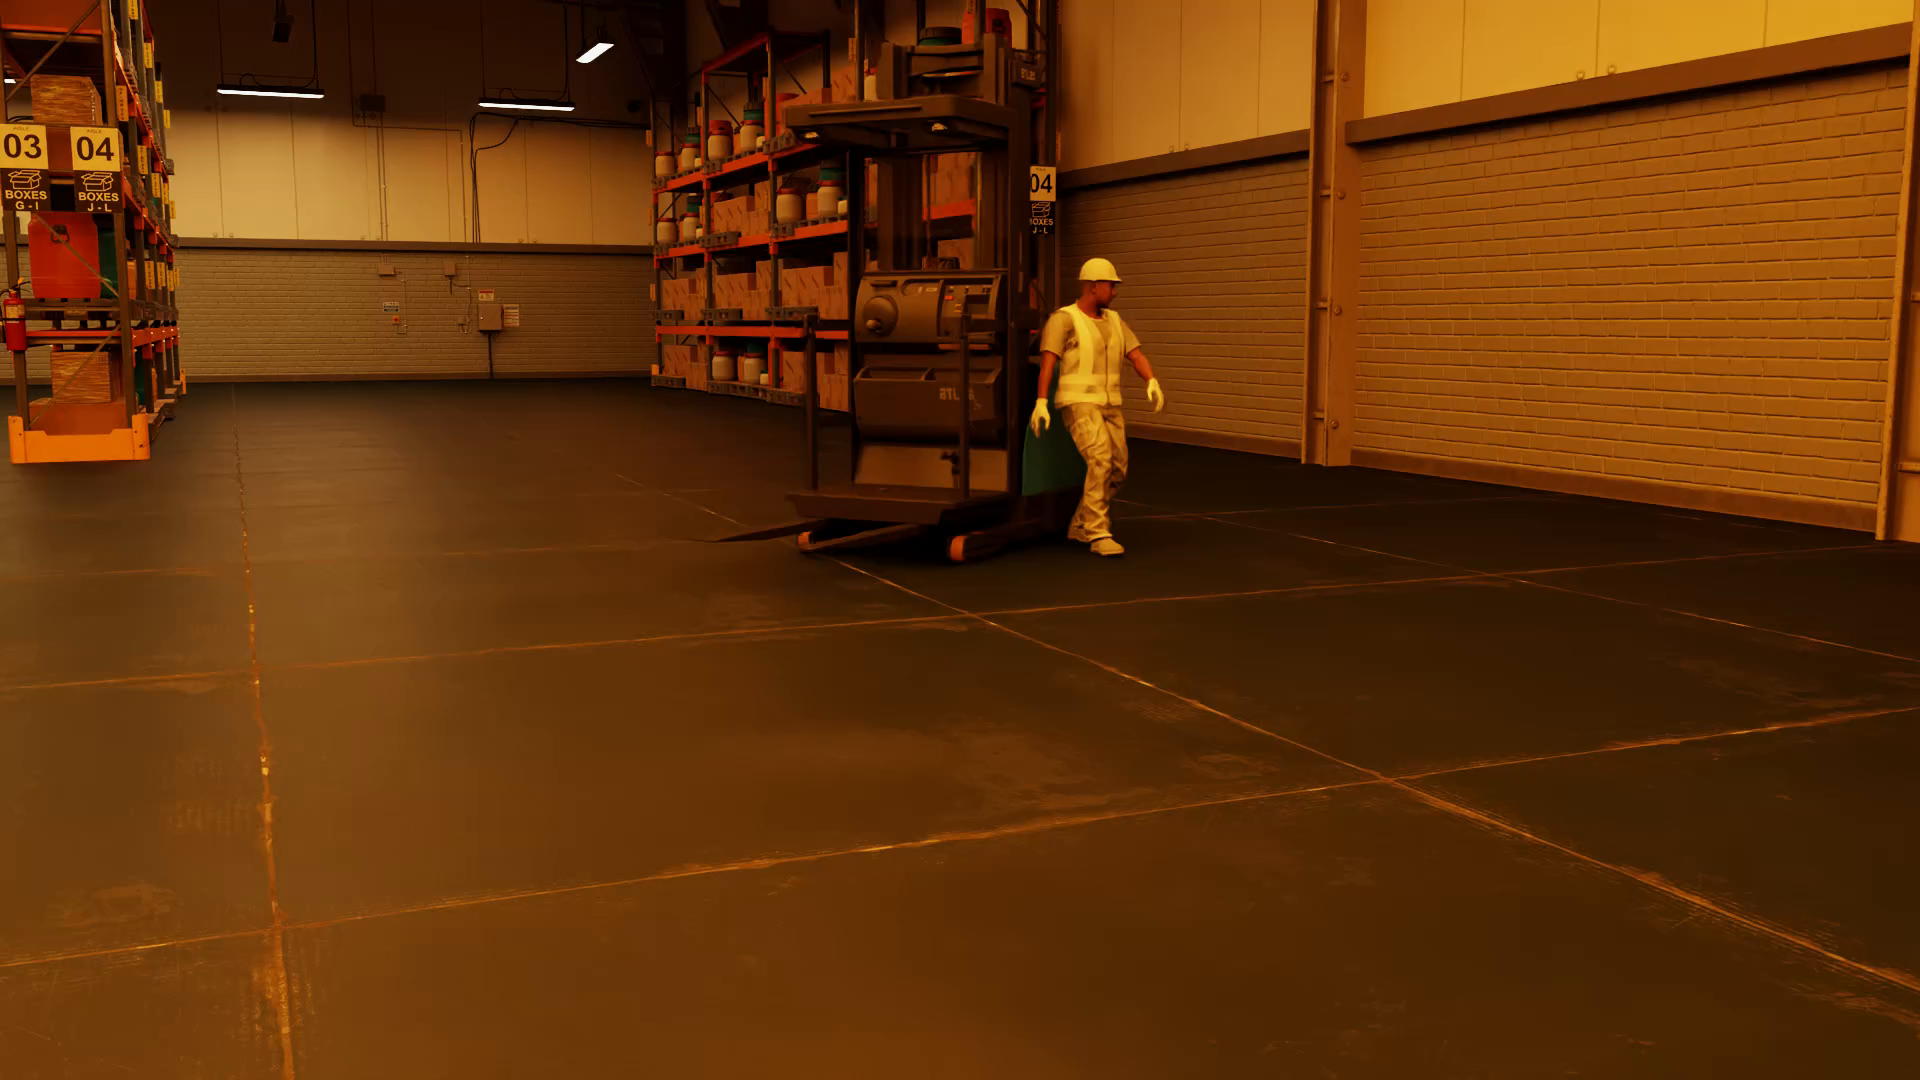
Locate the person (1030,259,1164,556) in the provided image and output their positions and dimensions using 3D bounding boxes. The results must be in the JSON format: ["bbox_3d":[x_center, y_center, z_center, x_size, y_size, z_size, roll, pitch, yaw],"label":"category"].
[{"bbox_3d":[0.807,-0.788,9.687,0.760,1.690,0.764,-7,10,-44],"label":"person"}]

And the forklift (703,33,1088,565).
[{"bbox_3d":[-0.288,-1.383,9.428,1.130,2.935,3.031,4,9,28],"label":"forklift"}]
